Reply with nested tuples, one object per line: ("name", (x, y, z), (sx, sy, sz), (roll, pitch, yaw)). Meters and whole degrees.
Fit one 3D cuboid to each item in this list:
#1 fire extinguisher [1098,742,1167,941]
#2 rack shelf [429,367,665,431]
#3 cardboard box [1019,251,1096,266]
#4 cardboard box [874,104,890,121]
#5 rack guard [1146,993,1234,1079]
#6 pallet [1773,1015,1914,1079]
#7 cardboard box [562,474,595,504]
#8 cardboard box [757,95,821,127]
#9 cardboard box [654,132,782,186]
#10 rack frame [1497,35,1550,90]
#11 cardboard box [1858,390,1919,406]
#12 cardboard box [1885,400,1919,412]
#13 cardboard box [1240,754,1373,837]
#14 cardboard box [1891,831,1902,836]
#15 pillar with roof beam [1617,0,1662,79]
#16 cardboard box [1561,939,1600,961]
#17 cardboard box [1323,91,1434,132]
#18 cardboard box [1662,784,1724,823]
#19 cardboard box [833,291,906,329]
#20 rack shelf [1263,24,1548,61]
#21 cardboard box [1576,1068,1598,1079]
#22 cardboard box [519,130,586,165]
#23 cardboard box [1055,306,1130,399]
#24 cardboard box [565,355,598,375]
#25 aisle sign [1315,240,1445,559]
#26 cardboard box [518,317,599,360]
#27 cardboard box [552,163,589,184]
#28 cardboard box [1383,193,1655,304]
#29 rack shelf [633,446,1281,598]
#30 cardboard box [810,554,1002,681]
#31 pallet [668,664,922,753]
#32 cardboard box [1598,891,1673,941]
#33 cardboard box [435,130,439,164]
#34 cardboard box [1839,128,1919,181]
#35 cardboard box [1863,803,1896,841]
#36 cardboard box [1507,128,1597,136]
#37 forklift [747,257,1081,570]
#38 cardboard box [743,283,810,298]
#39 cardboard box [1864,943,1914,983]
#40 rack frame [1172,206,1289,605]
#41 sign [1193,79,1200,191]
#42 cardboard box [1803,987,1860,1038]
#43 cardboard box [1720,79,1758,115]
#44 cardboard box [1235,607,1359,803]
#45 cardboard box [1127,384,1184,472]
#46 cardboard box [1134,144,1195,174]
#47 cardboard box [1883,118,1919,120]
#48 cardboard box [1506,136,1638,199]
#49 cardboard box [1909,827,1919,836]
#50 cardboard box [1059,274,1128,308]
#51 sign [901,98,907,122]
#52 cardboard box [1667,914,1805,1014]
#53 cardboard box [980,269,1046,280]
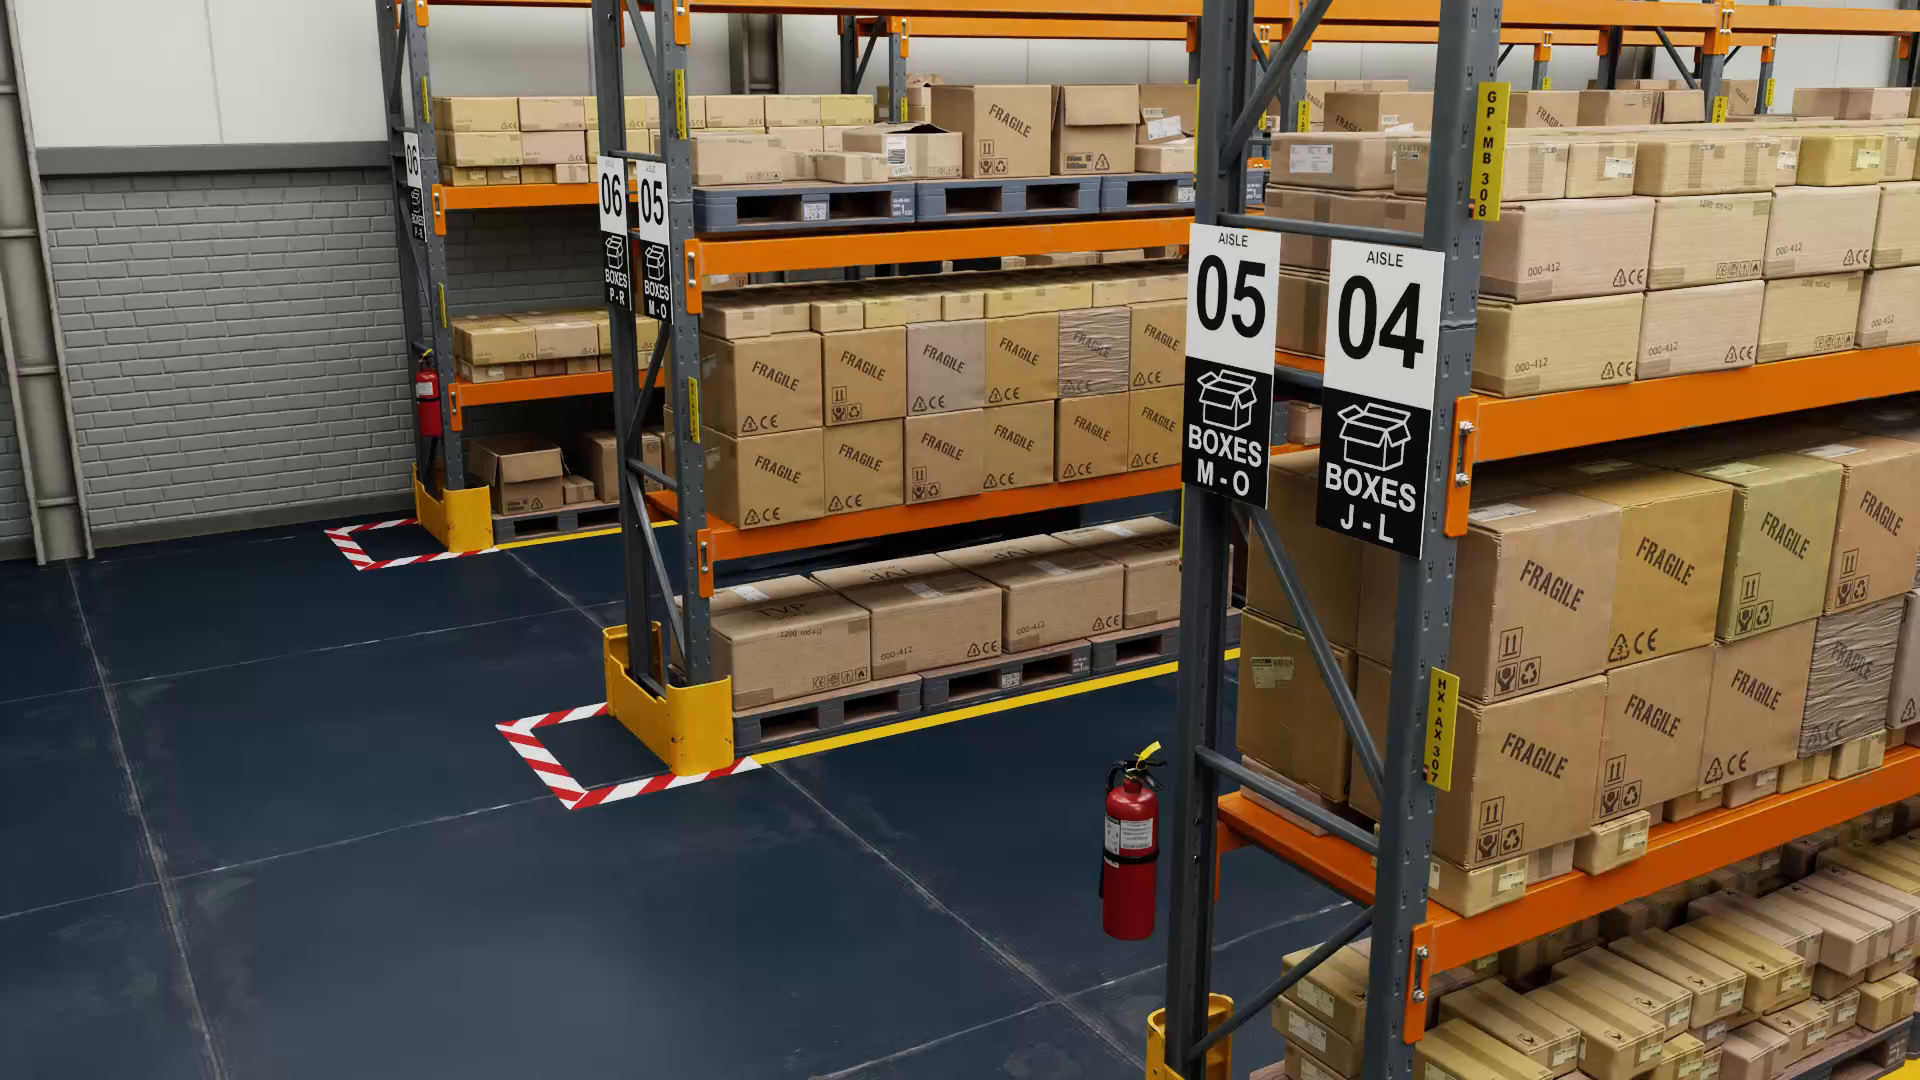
("fire extinguisher", (0.548, 0.942, 5.325), (0.183, 0.674, 0.296), (-9, 18, -30))
("rack shelf", (-2.479, -1.413, 14.227), (4.000, 0.370, 1.077), (-9, 18, -30))
("cardboard box", (0.882, -2.485, 15.753), (0.500, 0.500, 0.700), (-9, 18, -30))
("cardboard box", (-0.568, -3.823, 14.886), (0.250, 0.149, 0.380), (-10, 18, -30))
("rack guard", (1.067, 1.990, 5.383), (0.348, 0.500, 1.175), (-9, 18, -30))
("pallet", (2.826, 1.856, 6.397), (1.213, 0.211, 1.003), (-9, 18, -30))
("cardboard box", (-3.236, -0.424, 13.870), (0.250, 0.149, 0.380), (-10, 19, -32))
("cardboard box", (-1.504, -3.595, 13.922), (0.500, 0.250, 0.500), (-10, 18, -31))
("cardboard box", (-1.295, -2.040, 8.886), (0.500, 0.250, 0.500), (-11, 19, -35))
("rack frame", (6.093, -6.039, 18.280), (0.127, 3.000, 1.000), (-9, 18, -30))
("cardboard box", (3.482, -0.350, 6.511), (0.500, 0.500, 0.500), (-10, 18, -31))
("cardboard box", (3.727, -0.230, 6.086), (0.500, 0.500, 0.500), (-10, 18, -31))
("cardboard box", (1.136, 0.808, 5.437), (0.250, 0.149, 0.380), (-9, 18, -30))
("cardboard box", (3.955, 1.245, 7.364), (0.250, 0.149, 0.380), (-8, 18, -27))
("pillar with roof beam", (10.678, -5.710, 17.108), (0.400, 9.000, 9.100), (-9, 18, -30))
("cardboard box", (2.189, 1.538, 6.320), (0.250, 0.149, 0.380), (-9, 18, -29))
("cardboard box", (2.700, -2.640, 10.750), (0.500, 0.500, 0.500), (-10, 18, -31))
("cardboard box", (2.300, 0.779, 5.538), (0.250, 0.149, 0.380), (-9, 18, -30))
("cardboard box", (-0.501, -1.264, 9.123), (0.250, 0.149, 0.380), (-10, 18, -32))
("rack shelf", (4.378, -5.222, 17.439), (4.000, 0.370, 1.077), (-9, 18, -30))
("cardboard box", (2.011, 1.732, 5.628), (0.250, 0.149, 0.380), (-9, 18, -29))
("cardboard box", (-3.247, -3.071, 12.977), (0.500, 0.250, 0.500), (-9, 18, -29))
("cardboard box", (0.662, -1.148, 9.912), (0.500, 0.500, 0.500), (-9, 18, -29))
("cardboard box", (-3.121, -1.455, 13.507), (0.250, 0.149, 0.380), (-9, 18, -28))
("aisle sign", (1.094, -0.375, 4.373), (0.004, 0.787, 0.394), (-9, 18, -30))
("cardboard box", (-3.234, -1.624, 13.371), (0.500, 0.250, 0.500), (-9, 18, -29))
("cardboard box", (-3.094, -2.881, 13.037), (0.250, 0.149, 0.380), (-9, 18, -29))
("cardboard box", (1.521, -0.818, 4.564), (0.500, 0.250, 0.500), (-9, 18, -29))
("rack shelf", (0.080, -0.266, 10.132), (4.000, 0.370, 1.077), (-9, 18, -30))
("cardboard box", (-0.340, 0.454, 10.203), (0.875, 0.438, 0.875), (-9, 18, -28))
("pallet", (-0.989, 0.880, 9.881), (1.213, 0.211, 1.003), (-9, 18, -30))
("cardboard box", (2.466, 1.380, 6.332), (0.250, 0.149, 0.380), (-10, 18, -32))
("cardboard box", (-3.952, -3.122, 13.159), (0.500, 0.250, 0.500), (-10, 18, -31))
("cardboard box", (3.001, -1.231, 5.300), (0.250, 0.149, 0.380), (-10, 18, -31))
("cardboard box", (3.762, 1.150, 7.152), (0.250, 0.149, 0.380), (-8, 18, -27))
("cardboard box", (1.788, -1.231, 5.299), (0.250, 0.149, 0.380), (-9, 18, -29))
("forklift", (-0.494, -1.308, 12.646), (3.031, 2.935, 1.130), (-12, 20, -36))
("cardboard box", (-1.046, -1.368, 9.494), (0.250, 0.149, 0.380), (-9, 18, -30))
("cardboard box", (3.404, 1.520, 6.383), (0.250, 0.149, 0.380), (-9, 18, -28))
("rack frame", (1.795, -0.890, 11.027), (0.127, 3.000, 1.000), (-9, 18, -30))
("sign", (0.733, -1.205, 4.952), (0.005, 0.325, 0.100), (-9, 18, -30))
("cardboard box", (3.125, 1.710, 6.257), (0.250, 0.149, 0.380), (-9, 18, -29))
("cardboard box", (9.268, -5.331, 20.164), (0.500, 0.500, 0.500), (-9, 18, -28))
("cardboard box", (1.255, 0.484, 5.390), (0.500, 0.500, 0.500), (-9, 18, -29))
("cardboard box", (1.091, -0.742, 10.313), (0.500, 0.500, 0.500), (-10, 18, -31))
("cardboard box", (1.186, -2.264, 9.874), (0.250, 0.149, 0.380), (-9, 18, -28))
("cardboard box", (3.806, -1.549, 6.434), (0.250, 0.149, 0.380), (-10, 19, -32))
("cardboard box", (1.624, -1.031, 4.586), (0.250, 0.149, 0.380), (-8, 18, -27))
("cardboard box", (4.061, 1.280, 6.689), (0.250, 0.149, 0.380), (-9, 18, -29))
("cardboard box", (0.790, -1.489, 9.925), (0.250, 0.149, 0.380), (-9, 18, -30))
("sign", (-0.479, -3.607, 14.203), (0.005, 0.325, 0.100), (-9, 18, -30))
("cardboard box", (2.744, 1.500, 5.904), (0.250, 0.149, 0.380), (-9, 18, -29))
("cardboard box", (0.321, -1.559, 10.174), (0.250, 0.149, 0.380), (-9, 18, -30))
